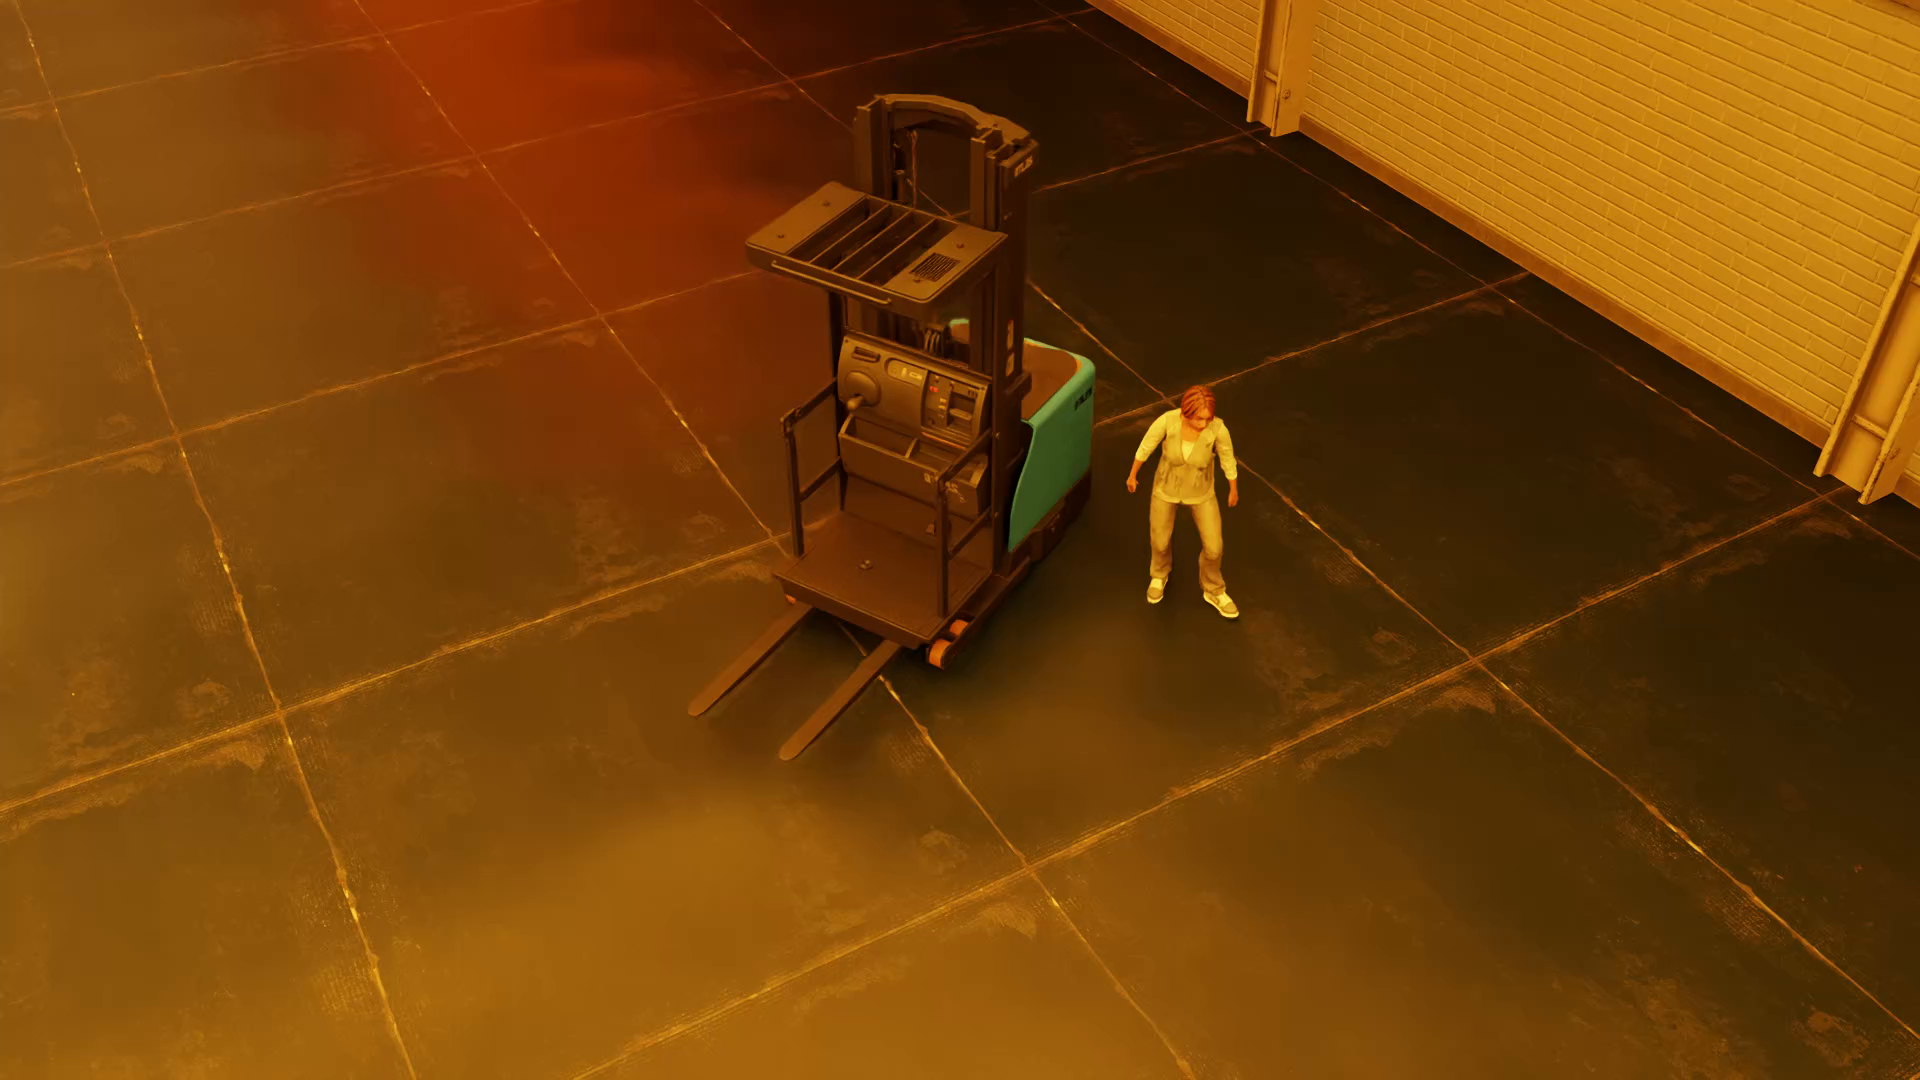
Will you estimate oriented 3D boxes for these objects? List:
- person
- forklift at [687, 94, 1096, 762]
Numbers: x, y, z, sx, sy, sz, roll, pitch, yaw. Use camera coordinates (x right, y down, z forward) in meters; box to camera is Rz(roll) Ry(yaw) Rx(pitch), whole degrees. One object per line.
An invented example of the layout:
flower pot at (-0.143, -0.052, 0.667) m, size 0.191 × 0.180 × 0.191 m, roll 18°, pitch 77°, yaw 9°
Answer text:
person at (1.300, -0.253, 9.427) m, size 0.727 × 1.564 × 0.390 m, roll 7°, pitch 40°, yaw 8°
forklift at (-0.376, -0.743, 8.932) m, size 1.130 × 2.935 × 3.031 m, roll 22°, pitch 44°, yaw 24°
